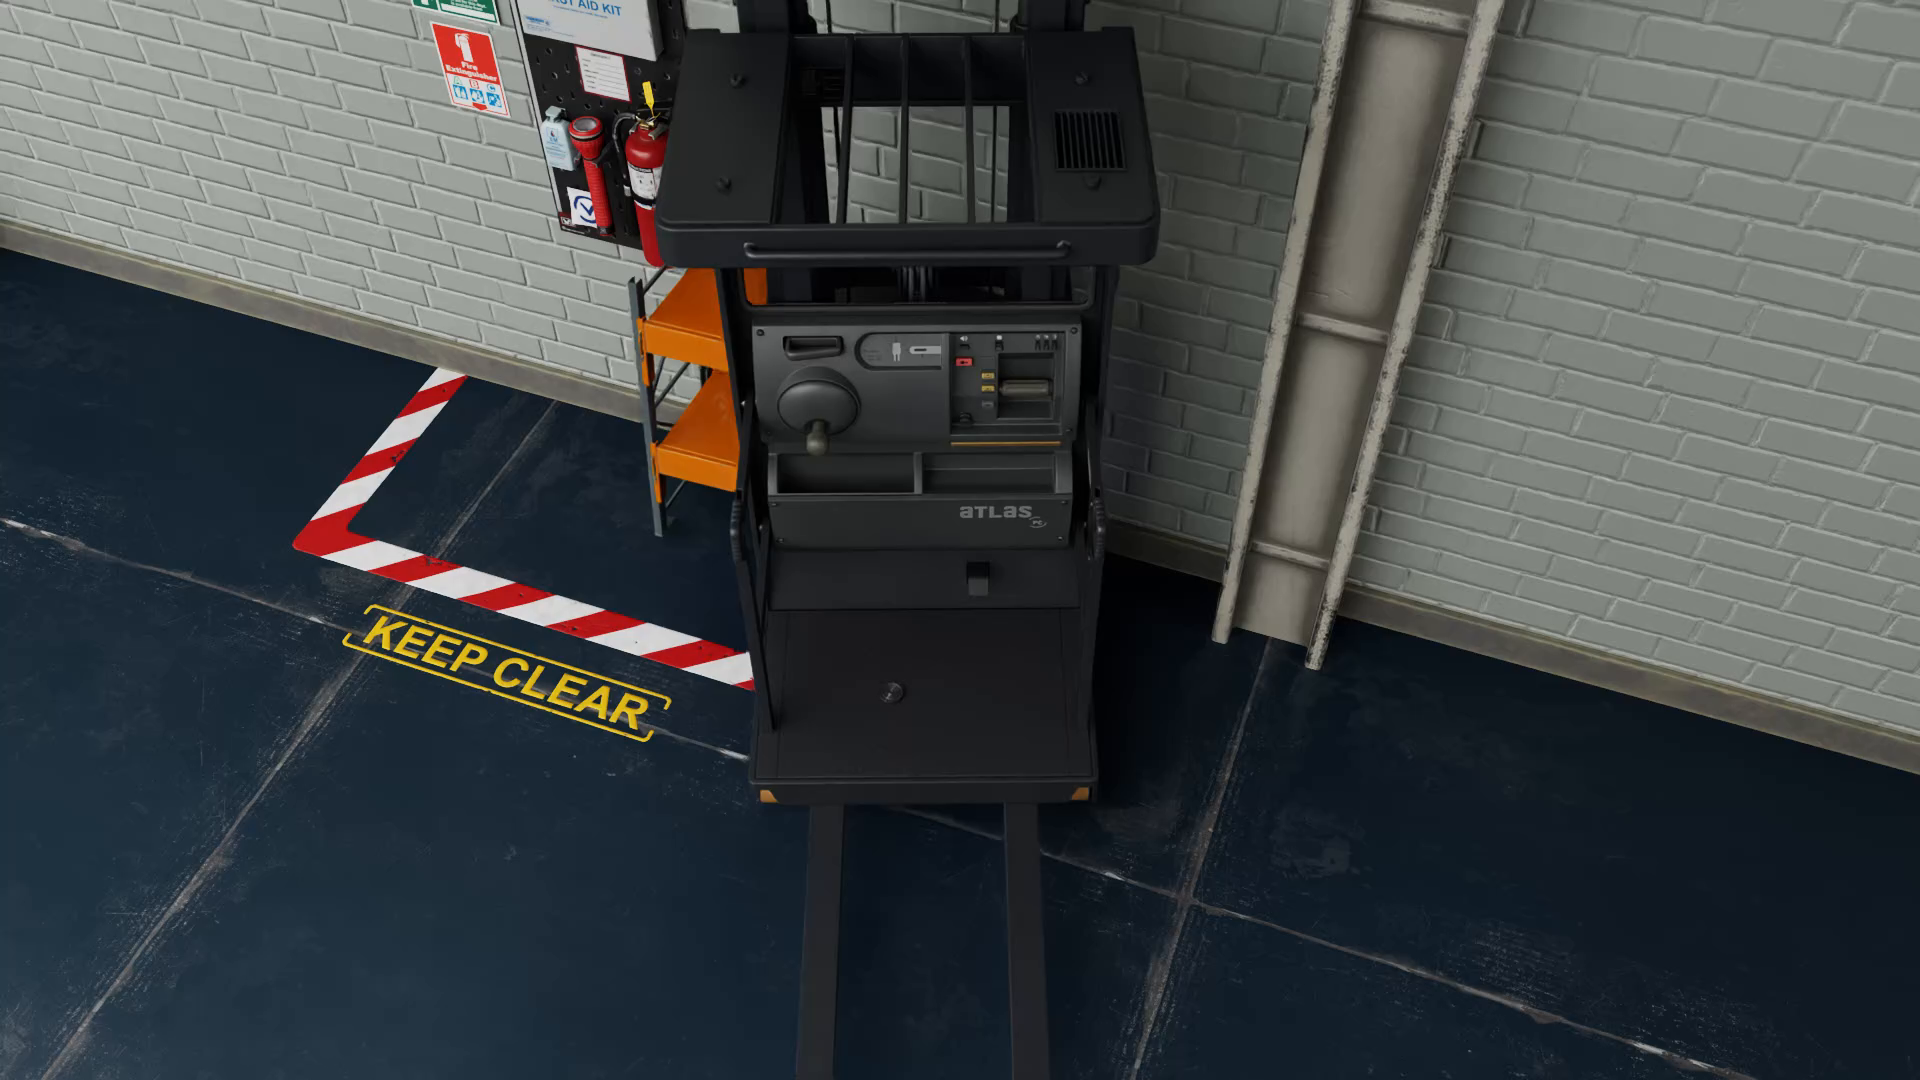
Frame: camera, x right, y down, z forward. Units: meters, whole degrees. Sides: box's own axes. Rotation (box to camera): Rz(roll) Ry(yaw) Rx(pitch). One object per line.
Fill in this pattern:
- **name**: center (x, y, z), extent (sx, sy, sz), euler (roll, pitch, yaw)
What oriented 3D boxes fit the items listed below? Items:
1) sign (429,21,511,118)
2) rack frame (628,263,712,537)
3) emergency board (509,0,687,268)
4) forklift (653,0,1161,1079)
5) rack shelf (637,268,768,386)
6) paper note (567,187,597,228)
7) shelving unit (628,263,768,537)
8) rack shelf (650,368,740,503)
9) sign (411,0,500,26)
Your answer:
- **sign**: center (-1.653, -1.586, 5.616), extent (0.234, 0.329, 0.001), euler (16, 51, 13)
- **rack frame**: center (-1.019, -0.584, 5.984), extent (0.032, 1.125, 0.500), euler (14, 44, 11)
- **emergency board**: center (-1.170, -1.357, 5.441), extent (0.643, 1.169, 0.194), euler (16, 51, 13)
- **forklift**: center (-0.116, -0.339, 4.604), extent (1.130, 2.935, 3.031), euler (0, 49, 0)
- **rack shelf**: center (-0.523, -0.675, 5.684), extent (1.000, 0.278, 0.538), euler (14, 44, 11)
- **paper note**: center (-1.312, -1.164, 5.856), extent (0.142, 0.148, 0.016), euler (16, 51, 13)
- **shelving unit**: center (-0.536, -0.461, 5.883), extent (1.048, 1.125, 0.538), euler (14, 44, 11)
- **rack shelf**: center (-0.547, -0.282, 6.049), extent (1.000, 0.278, 0.538), euler (14, 44, 11)
- **sign**: center (-1.652, -1.752, 5.410), extent (0.331, 0.109, 0.001), euler (16, 51, 13)
